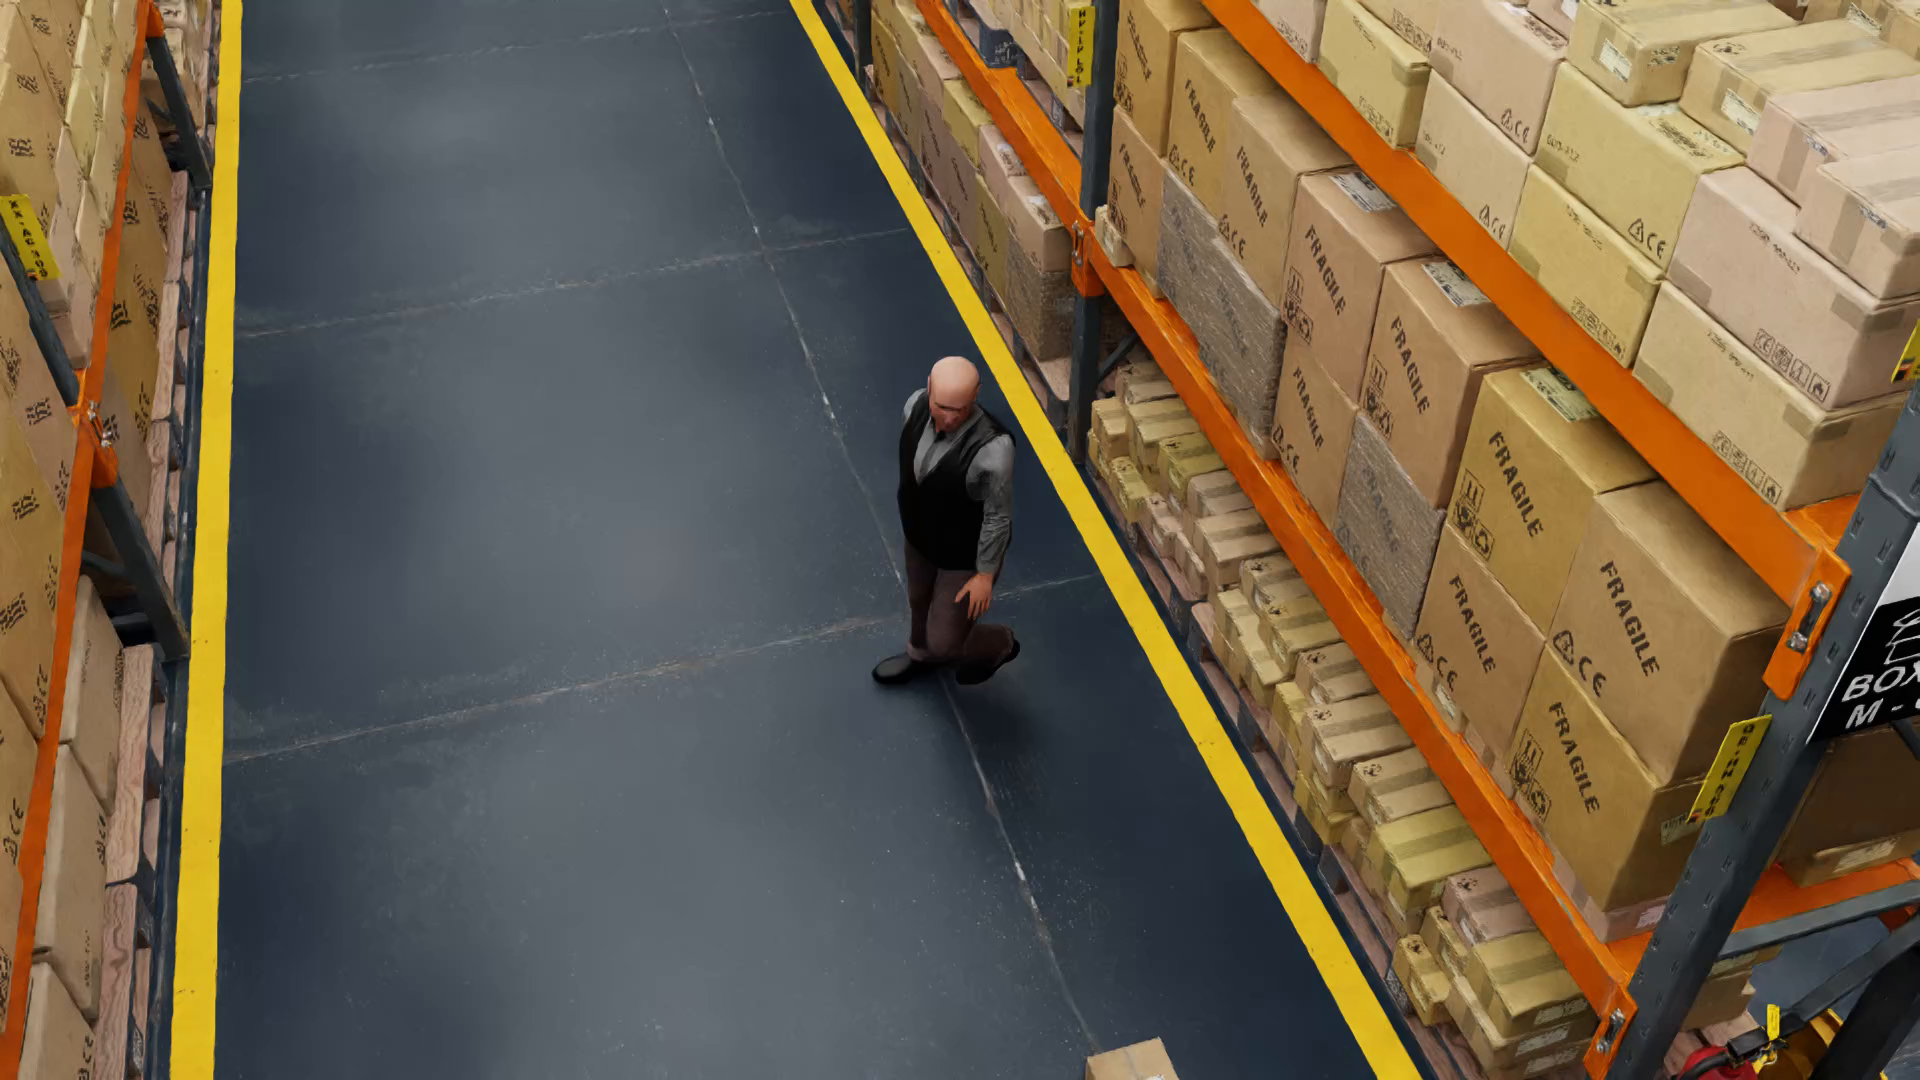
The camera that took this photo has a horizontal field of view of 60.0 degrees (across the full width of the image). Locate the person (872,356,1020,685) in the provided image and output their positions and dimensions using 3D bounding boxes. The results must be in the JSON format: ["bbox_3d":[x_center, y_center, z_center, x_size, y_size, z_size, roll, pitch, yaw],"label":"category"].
[{"bbox_3d":[-0.016,-0.016,6.188,0.486,1.707,0.603,-29,49,-28],"label":"person"}]
